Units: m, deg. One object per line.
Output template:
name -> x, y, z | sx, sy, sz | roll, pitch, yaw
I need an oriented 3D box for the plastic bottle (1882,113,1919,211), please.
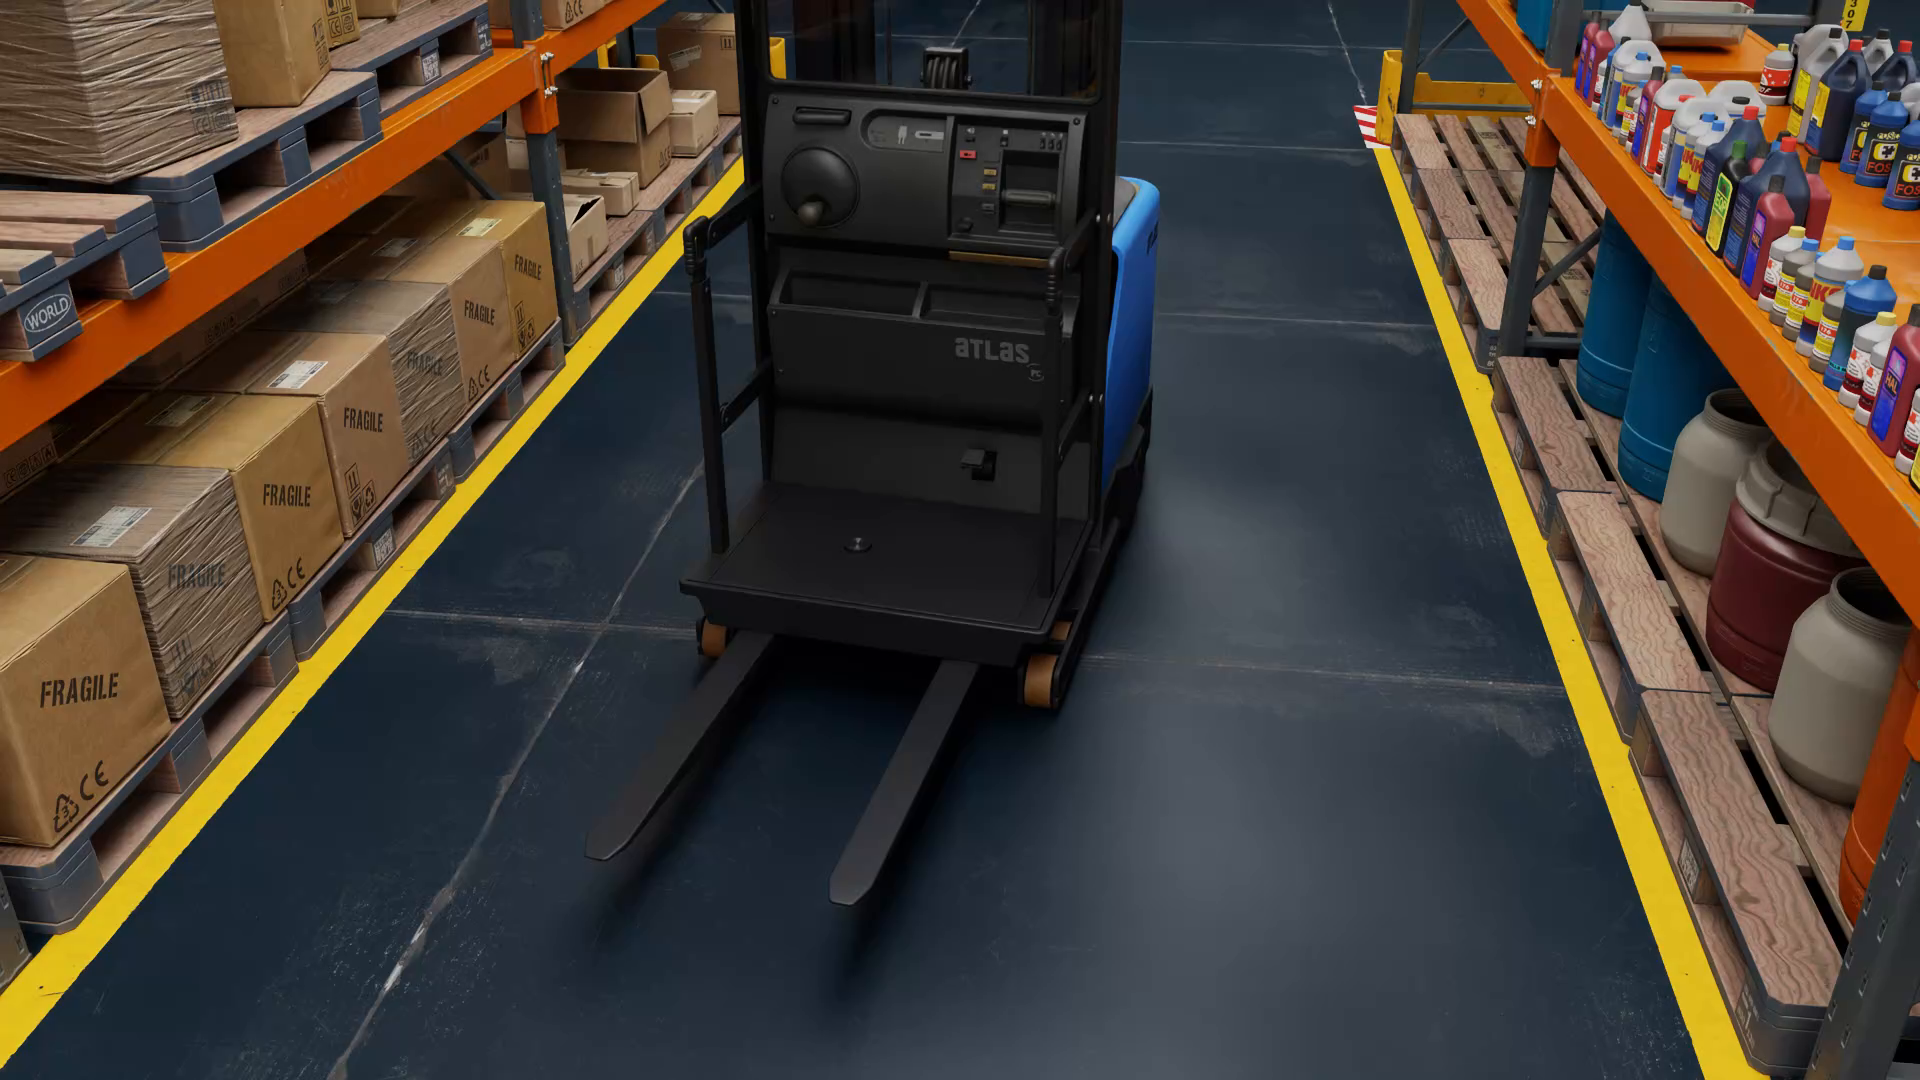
plastic bottle -> 2.713, -1.083, 4.733 | 0.097, 0.271, 0.097 | 0, 28, 0

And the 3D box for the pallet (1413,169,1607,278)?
pallet -> 2.916, -1.624, 8.542 | 1.003, 0.211, 1.213 | 3, 28, 6

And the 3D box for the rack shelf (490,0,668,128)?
rack shelf -> -1.953, -2.842, 8.620 | 1.077, 0.370, 4.000 | 3, 28, 6

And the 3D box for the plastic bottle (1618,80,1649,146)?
plastic bottle -> 2.185, -1.373, 5.345 | 0.097, 0.201, 0.097 | 0, 28, 0

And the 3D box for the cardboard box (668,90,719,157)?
cardboard box -> -1.676, -2.367, 9.416 | 0.500, 0.250, 0.500 | 3, 28, 6

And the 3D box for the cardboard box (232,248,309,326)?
cardboard box -> -2.622, -0.956, 5.743 | 0.500, 0.250, 0.500 | 3, 29, 6

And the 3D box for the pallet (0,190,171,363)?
pallet -> -2.675, -0.573, 3.853 | 1.213, 0.211, 1.003 | 3, 28, 6

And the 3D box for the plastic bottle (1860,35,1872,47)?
plastic bottle -> 3.007, -1.560, 5.606 | 0.061, 0.283, 0.133 | 3, 28, 6

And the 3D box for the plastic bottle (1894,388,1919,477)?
plastic bottle -> 1.886, -0.225, 3.215 | 0.097, 0.201, 0.097 | 0, 28, 0

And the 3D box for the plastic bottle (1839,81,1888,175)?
plastic bottle -> 2.758, -1.255, 5.053 | 0.097, 0.271, 0.097 | 0, 28, 0

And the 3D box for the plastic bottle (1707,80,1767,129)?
plastic bottle -> 2.320, -1.232, 5.005 | 0.152, 0.276, 0.135 | 3, 28, 6

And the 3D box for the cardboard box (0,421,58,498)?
cardboard box -> -2.804, -0.238, 4.410 | 0.500, 0.250, 0.500 | 4, 29, 8

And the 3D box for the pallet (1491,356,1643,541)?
pallet -> 2.582, -0.339, 6.156 | 1.003, 0.211, 1.213 | 3, 28, 6

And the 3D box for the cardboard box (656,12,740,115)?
cardboard box -> -1.530, -2.923, 10.184 | 0.500, 0.500, 0.500 | 3, 28, 6

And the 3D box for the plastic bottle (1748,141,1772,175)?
plastic bottle -> 2.093, -0.892, 4.367 | 0.061, 0.283, 0.133 | 3, 28, 6

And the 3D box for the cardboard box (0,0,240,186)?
cardboard box -> -2.421, -1.285, 4.425 | 0.700, 0.500, 0.500 | 9, 30, 16

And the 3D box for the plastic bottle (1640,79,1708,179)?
plastic bottle -> 2.169, -1.241, 5.022 | 0.152, 0.276, 0.135 | 3, 28, 6

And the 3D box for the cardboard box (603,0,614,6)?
cardboard box -> -1.805, -2.726, 7.542 | 0.500, 0.500, 0.500 | 4, 29, 7

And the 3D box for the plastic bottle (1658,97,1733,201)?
plastic bottle -> 2.141, -1.132, 4.819 | 0.152, 0.276, 0.135 | 3, 28, 6

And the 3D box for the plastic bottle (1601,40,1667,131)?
plastic bottle -> 2.238, -1.505, 5.511 | 0.152, 0.276, 0.135 | 3, 28, 6

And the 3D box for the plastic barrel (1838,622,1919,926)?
plastic barrel -> 2.271, 0.495, 3.514 | 0.600, 0.830, 0.708 | 3, 28, 6

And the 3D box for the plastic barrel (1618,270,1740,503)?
plastic barrel -> 2.547, -0.600, 5.470 | 0.600, 0.901, 0.708 | 3, 28, 6

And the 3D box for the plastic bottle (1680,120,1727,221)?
plastic bottle -> 2.088, -1.031, 4.637 | 0.097, 0.271, 0.097 | 0, 28, 0

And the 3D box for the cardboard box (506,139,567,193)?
cardboard box -> -2.318, -1.864, 8.419 | 0.500, 0.311, 0.500 | 3, 28, 6

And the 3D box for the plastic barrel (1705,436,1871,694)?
plastic barrel -> 2.409, 0.070, 4.558 | 0.600, 0.588, 0.708 | 3, 28, 6

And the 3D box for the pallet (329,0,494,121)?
pallet -> -2.404, -1.762, 6.061 | 1.003, 0.211, 1.213 | 3, 28, 6

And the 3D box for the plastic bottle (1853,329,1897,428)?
plastic bottle -> 1.914, -0.334, 3.417 | 0.097, 0.201, 0.097 | 0, 28, 0

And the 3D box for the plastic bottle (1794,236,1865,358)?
plastic bottle -> 1.962, -0.548, 3.740 | 0.097, 0.271, 0.097 | 0, 28, 0

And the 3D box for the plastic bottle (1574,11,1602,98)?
plastic bottle -> 2.249, -1.728, 5.918 | 0.061, 0.283, 0.133 | 3, 28, 6

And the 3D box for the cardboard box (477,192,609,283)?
cardboard box -> -1.932, -1.412, 7.579 | 0.500, 0.311, 0.500 | 3, 28, 6

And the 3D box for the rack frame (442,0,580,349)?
rack frame -> -2.198, -2.217, 6.702 | 1.000, 3.000, 0.127 | 3, 28, 6

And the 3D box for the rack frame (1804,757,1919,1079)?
rack frame -> 2.231, -0.044, 2.669 | 0.949, 2.616, 0.053 | 3, 28, 6

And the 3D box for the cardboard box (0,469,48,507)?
cardboard box -> -2.806, 0.119, 4.538 | 0.500, 0.500, 0.500 | 4, 29, 8

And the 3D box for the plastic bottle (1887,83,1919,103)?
plastic bottle -> 2.884, -1.259, 5.055 | 0.152, 0.276, 0.135 | 3, 28, 6

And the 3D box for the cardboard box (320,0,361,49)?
cardboard box -> -2.499, -1.908, 5.581 | 0.700, 0.500, 0.500 | 8, 29, 14

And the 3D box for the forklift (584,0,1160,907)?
forklift -> -0.164, -1.004, 4.523 | 1.130, 2.935, 3.031 | 7, 29, 13

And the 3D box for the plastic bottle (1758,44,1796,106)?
plastic bottle -> 2.864, -1.634, 5.830 | 0.097, 0.201, 0.097 | 0, 28, 0

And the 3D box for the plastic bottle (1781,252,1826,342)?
plastic bottle -> 1.974, -0.563, 3.842 | 0.097, 0.201, 0.097 | 0, 28, 0

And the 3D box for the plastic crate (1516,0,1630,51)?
plastic crate -> 2.436, -2.186, 6.599 | 0.392, 0.384, 0.575 | 3, 28, 6

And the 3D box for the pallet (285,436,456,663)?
pallet -> -2.407, -0.028, 5.580 | 1.003, 0.211, 1.213 | 3, 28, 6

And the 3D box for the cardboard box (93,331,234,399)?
cardboard box -> -2.685, -0.372, 5.450 | 0.500, 0.500, 0.500 | 2, 28, 4

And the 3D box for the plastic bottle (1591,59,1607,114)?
plastic bottle -> 2.237, -1.574, 5.718 | 0.097, 0.201, 0.097 | 0, 28, 0

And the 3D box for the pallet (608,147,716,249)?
pallet -> -1.966, -1.888, 9.032 | 1.003, 0.211, 1.213 | 3, 28, 6

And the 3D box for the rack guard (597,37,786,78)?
rack guard -> -1.717, -2.963, 10.724 | 1.175, 0.500, 0.348 | 3, 28, 6

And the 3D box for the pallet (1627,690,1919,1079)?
pallet -> 2.283, 0.810, 4.024 | 1.003, 0.211, 1.213 | 3, 28, 6

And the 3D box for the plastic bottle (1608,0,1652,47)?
plastic bottle -> 2.348, -1.740, 5.868 | 0.144, 0.351, 0.185 | 3, 28, 6

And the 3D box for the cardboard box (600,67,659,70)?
cardboard box -> -2.100, -2.861, 10.440 | 0.380, 0.149, 0.250 | 3, 28, 6

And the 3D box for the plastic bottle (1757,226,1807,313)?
plastic bottle -> 1.998, -0.655, 4.012 | 0.097, 0.201, 0.097 | 0, 28, 0

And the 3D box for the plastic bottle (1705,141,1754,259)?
plastic bottle -> 2.033, -0.896, 4.373 | 0.061, 0.283, 0.133 | 3, 28, 6

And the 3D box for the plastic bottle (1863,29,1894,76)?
plastic bottle -> 2.930, -1.454, 5.338 | 0.144, 0.351, 0.185 | 3, 28, 6

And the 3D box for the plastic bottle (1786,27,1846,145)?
plastic bottle -> 2.787, -1.462, 5.353 | 0.144, 0.351, 0.185 | 3, 28, 6

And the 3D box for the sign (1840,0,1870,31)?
sign -> 3.263, -2.016, 6.038 | 0.100, 0.325, 0.005 | 3, 28, 6

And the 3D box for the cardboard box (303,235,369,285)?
cardboard box -> -2.553, -0.845, 6.327 | 0.500, 0.500, 0.500 | 4, 29, 7

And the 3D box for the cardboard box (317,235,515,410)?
cardboard box -> -2.043, -0.829, 6.298 | 0.500, 0.500, 0.500 | 3, 29, 6

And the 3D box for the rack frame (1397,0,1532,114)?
rack frame -> 3.208, -3.810, 9.659 | 1.000, 3.000, 0.127 | 3, 28, 6

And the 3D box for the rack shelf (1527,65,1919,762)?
rack shelf -> 2.473, -0.669, 4.588 | 1.077, 0.370, 4.000 | 3, 28, 6

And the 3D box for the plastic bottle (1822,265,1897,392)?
plastic bottle -> 1.938, -0.456, 3.570 | 0.097, 0.271, 0.097 | 0, 28, 0

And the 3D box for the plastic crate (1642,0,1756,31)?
plastic crate -> 3.076, -2.387, 6.888 | 0.402, 0.464, 0.583 | 3, 28, 6

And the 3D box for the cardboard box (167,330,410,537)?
cardboard box -> -2.165, -0.353, 5.415 | 0.500, 0.500, 0.500 | 2, 28, 4

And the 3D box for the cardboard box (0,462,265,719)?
cardboard box -> -2.290, 0.128, 4.521 | 0.500, 0.500, 0.500 | 2, 28, 4
